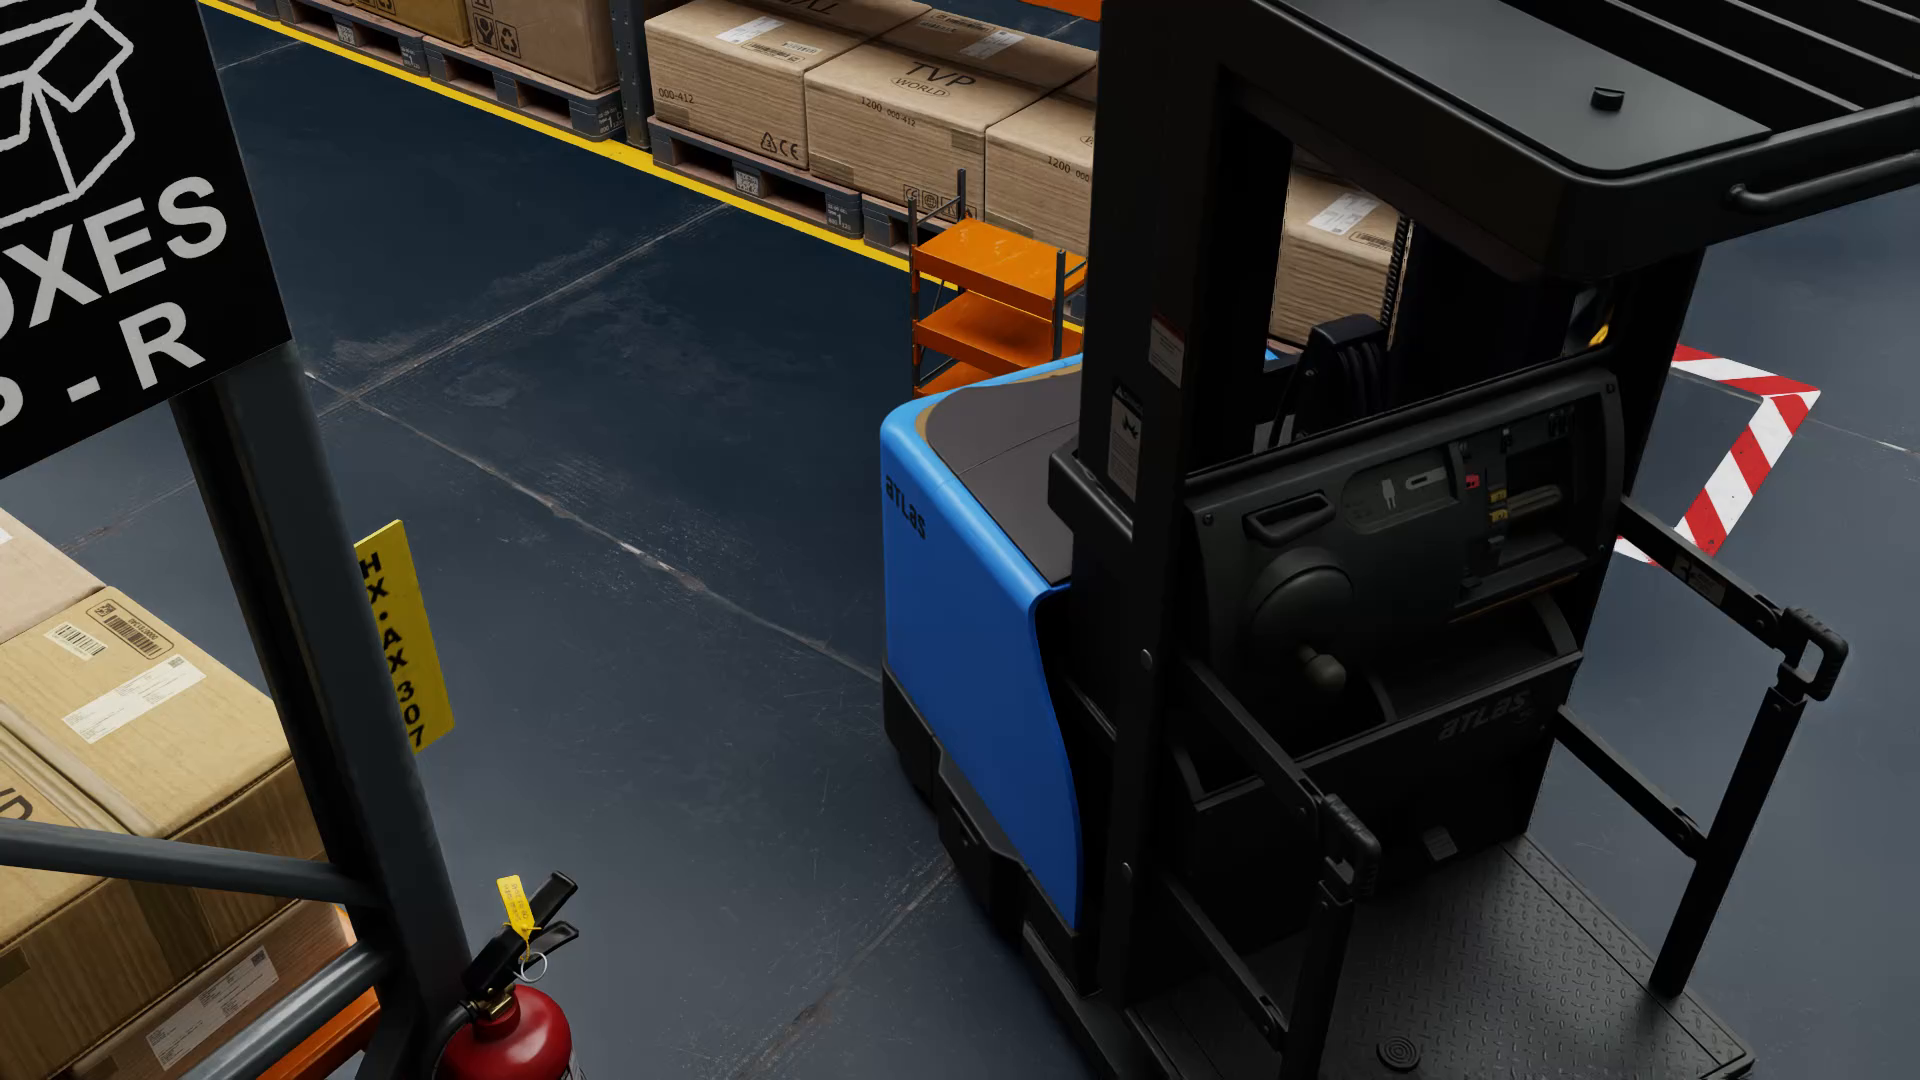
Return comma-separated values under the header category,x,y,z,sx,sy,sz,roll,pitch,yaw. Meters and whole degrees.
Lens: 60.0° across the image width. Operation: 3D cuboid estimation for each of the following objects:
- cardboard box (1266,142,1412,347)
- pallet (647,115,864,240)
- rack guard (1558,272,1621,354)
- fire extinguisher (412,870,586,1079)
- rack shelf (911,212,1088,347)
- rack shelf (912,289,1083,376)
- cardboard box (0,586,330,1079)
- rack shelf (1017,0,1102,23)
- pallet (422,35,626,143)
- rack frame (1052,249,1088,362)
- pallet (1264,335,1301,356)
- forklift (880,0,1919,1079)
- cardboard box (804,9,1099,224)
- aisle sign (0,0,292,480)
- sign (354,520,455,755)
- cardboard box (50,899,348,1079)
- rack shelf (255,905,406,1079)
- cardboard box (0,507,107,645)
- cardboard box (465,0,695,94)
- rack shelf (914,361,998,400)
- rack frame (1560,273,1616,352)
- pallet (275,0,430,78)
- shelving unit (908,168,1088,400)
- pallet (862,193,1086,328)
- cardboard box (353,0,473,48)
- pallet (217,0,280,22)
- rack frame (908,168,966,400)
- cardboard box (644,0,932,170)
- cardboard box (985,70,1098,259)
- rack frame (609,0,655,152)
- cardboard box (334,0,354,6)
category,x,y,z,sx,sy,sz,roll,pitch,yaw
cardboard box,1.435,-1.051,5.897,0.875,0.438,0.875,24,44,27
pallet,-0.601,-1.774,7.344,1.213,0.211,1.003,25,45,29
rack guard,2.039,-0.703,5.743,0.348,0.500,1.175,25,45,29
fire extinguisher,-0.595,0.741,2.235,0.183,0.674,0.296,25,45,29
rack shelf,0.132,-0.720,4.559,0.480,0.148,0.258,25,45,29
rack shelf,0.132,-0.534,4.705,0.480,0.148,0.258,25,45,29
cardboard box,-1.190,0.375,2.218,0.500,0.250,0.500,25,45,29
rack shelf,0.431,-2.162,6.162,4.000,0.370,1.077,25,45,29
pallet,-1.816,-2.349,8.079,1.213,0.211,1.003,25,45,29
rack frame,0.325,-0.319,4.684,0.015,1.200,0.240,25,45,29
pallet,1.337,-0.860,6.177,1.213,0.211,1.003,25,45,29
forklift,0.911,0.056,2.801,1.130,2.935,3.031,-17,41,-21
cardboard box,-0.013,-1.729,6.762,0.875,0.438,0.875,24,44,27
aisle sign,-0.760,-0.407,1.227,0.004,0.787,0.394,25,45,29
sign,-0.663,0.129,1.950,0.005,0.325,0.100,25,45,29
cardboard box,-1.087,0.577,2.284,0.250,0.149,0.380,25,44,28
rack shelf,-2.581,0.269,3.056,4.000,0.370,1.077,25,45,29
cardboard box,-1.590,0.187,2.459,0.500,0.250,0.500,26,45,29
cardboard box,-1.699,-2.717,7.669,0.875,0.875,0.875,27,45,30
rack shelf,0.132,-0.357,4.842,0.480,0.148,0.258,25,45,29
rack frame,2.020,-1.697,4.984,0.127,3.000,1.000,25,45,29
pallet,-2.789,-2.806,8.662,1.213,0.211,1.003,25,45,29
shelving unit,0.132,-0.410,4.801,0.503,1.200,0.258,25,45,29
pallet,0.372,-1.317,6.761,1.213,0.211,1.003,25,45,29
cardboard box,-2.421,-3.051,8.097,0.875,0.875,0.875,27,45,30
pallet,-3.754,-3.263,9.246,1.213,0.211,1.003,25,45,29
rack frame,-0.062,-0.502,4.918,0.015,1.200,0.240,25,45,29
cardboard box,-0.724,-2.064,7.190,0.875,0.438,0.875,25,44,28
cardboard box,0.703,-1.390,6.330,0.875,0.438,0.875,27,45,30
rack frame,-1.157,-3.195,6.897,0.127,3.000,1.000,25,45,29
cardboard box,-3.131,-3.386,8.525,0.875,0.875,0.875,26,45,29
